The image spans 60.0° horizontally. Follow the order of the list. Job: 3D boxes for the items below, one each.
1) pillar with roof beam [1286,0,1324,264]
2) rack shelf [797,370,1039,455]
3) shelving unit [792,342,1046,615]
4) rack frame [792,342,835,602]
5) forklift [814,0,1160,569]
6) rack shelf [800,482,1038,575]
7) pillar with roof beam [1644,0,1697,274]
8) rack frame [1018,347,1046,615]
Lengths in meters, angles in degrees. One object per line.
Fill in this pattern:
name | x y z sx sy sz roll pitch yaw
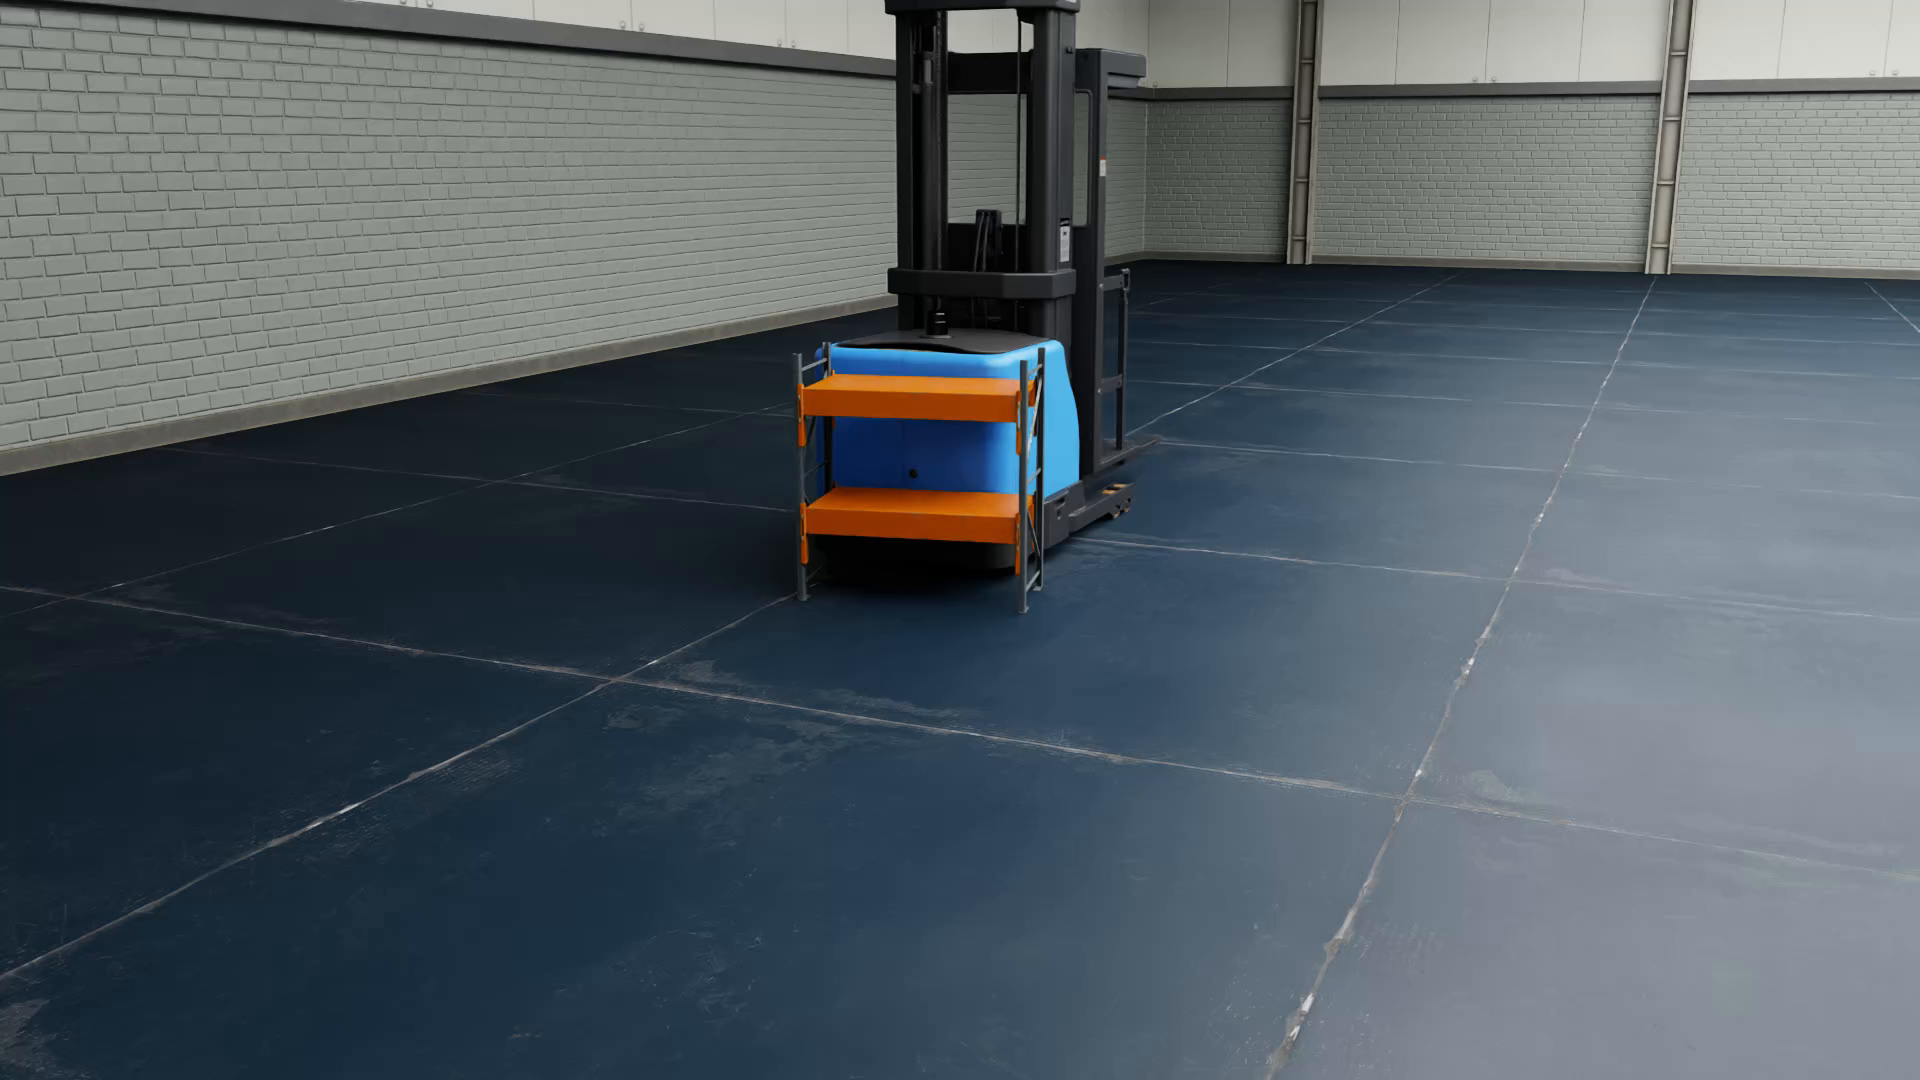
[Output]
pillar with roof beam | 4.382 -8.477 25.182 0.400 9.000 9.100 6 14 23
rack shelf | -0.174 -0.584 7.499 1.000 0.278 0.538 3 13 12
shelving unit | -0.174 -0.299 7.566 1.048 1.125 0.538 3 13 12
rack frame | -0.671 -0.323 7.671 0.032 1.125 0.500 3 13 12
forklift | 0.343 -1.577 9.058 1.130 2.935 3.031 6 14 23
rack shelf | -0.174 -0.061 7.622 1.000 0.278 0.538 3 13 12
pillar with roof beam | 9.868 -7.922 22.816 0.400 9.000 9.100 6 14 23
rack frame | 0.323 -0.274 7.462 0.032 1.125 0.500 3 13 12
